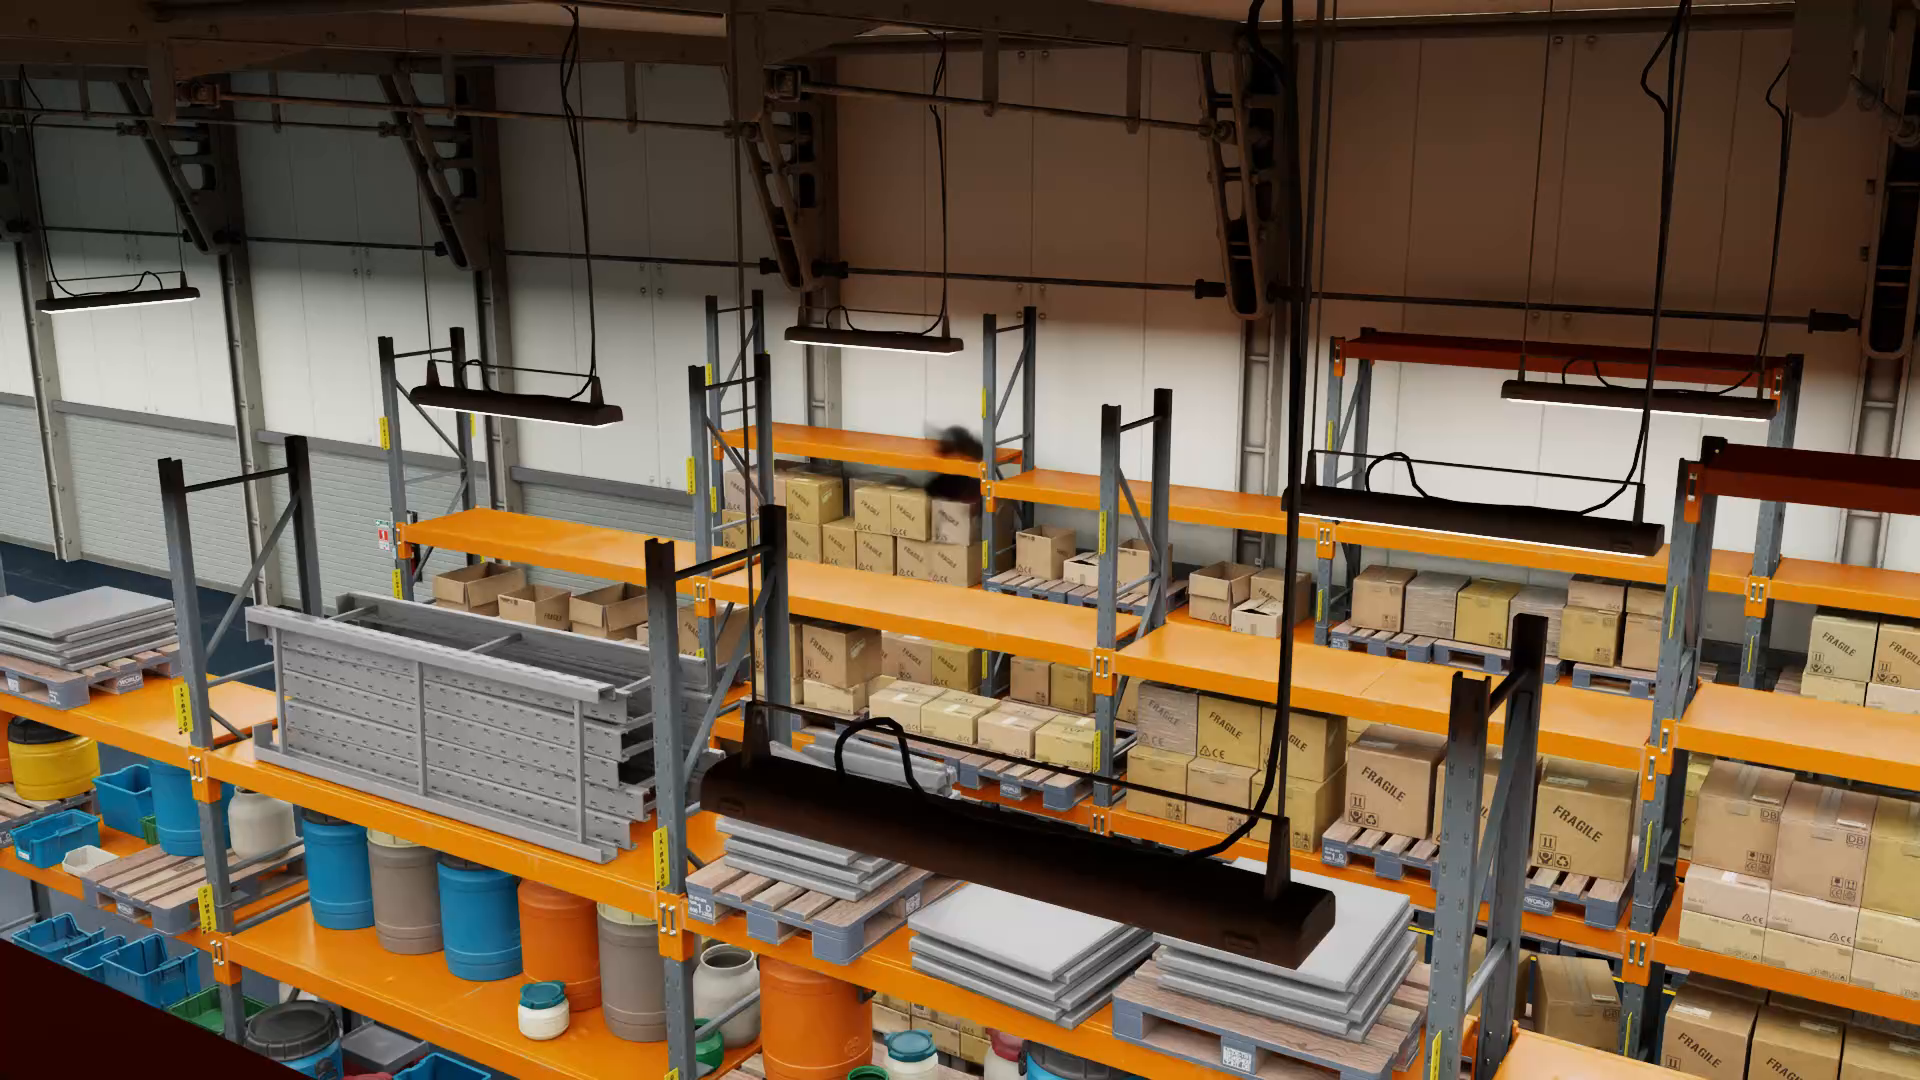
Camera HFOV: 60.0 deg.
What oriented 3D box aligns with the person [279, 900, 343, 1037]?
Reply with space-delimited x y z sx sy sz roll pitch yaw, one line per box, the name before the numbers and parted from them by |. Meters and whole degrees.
person | -5.708 3.753 14.404 0.650 1.734 0.704 8 16 29
